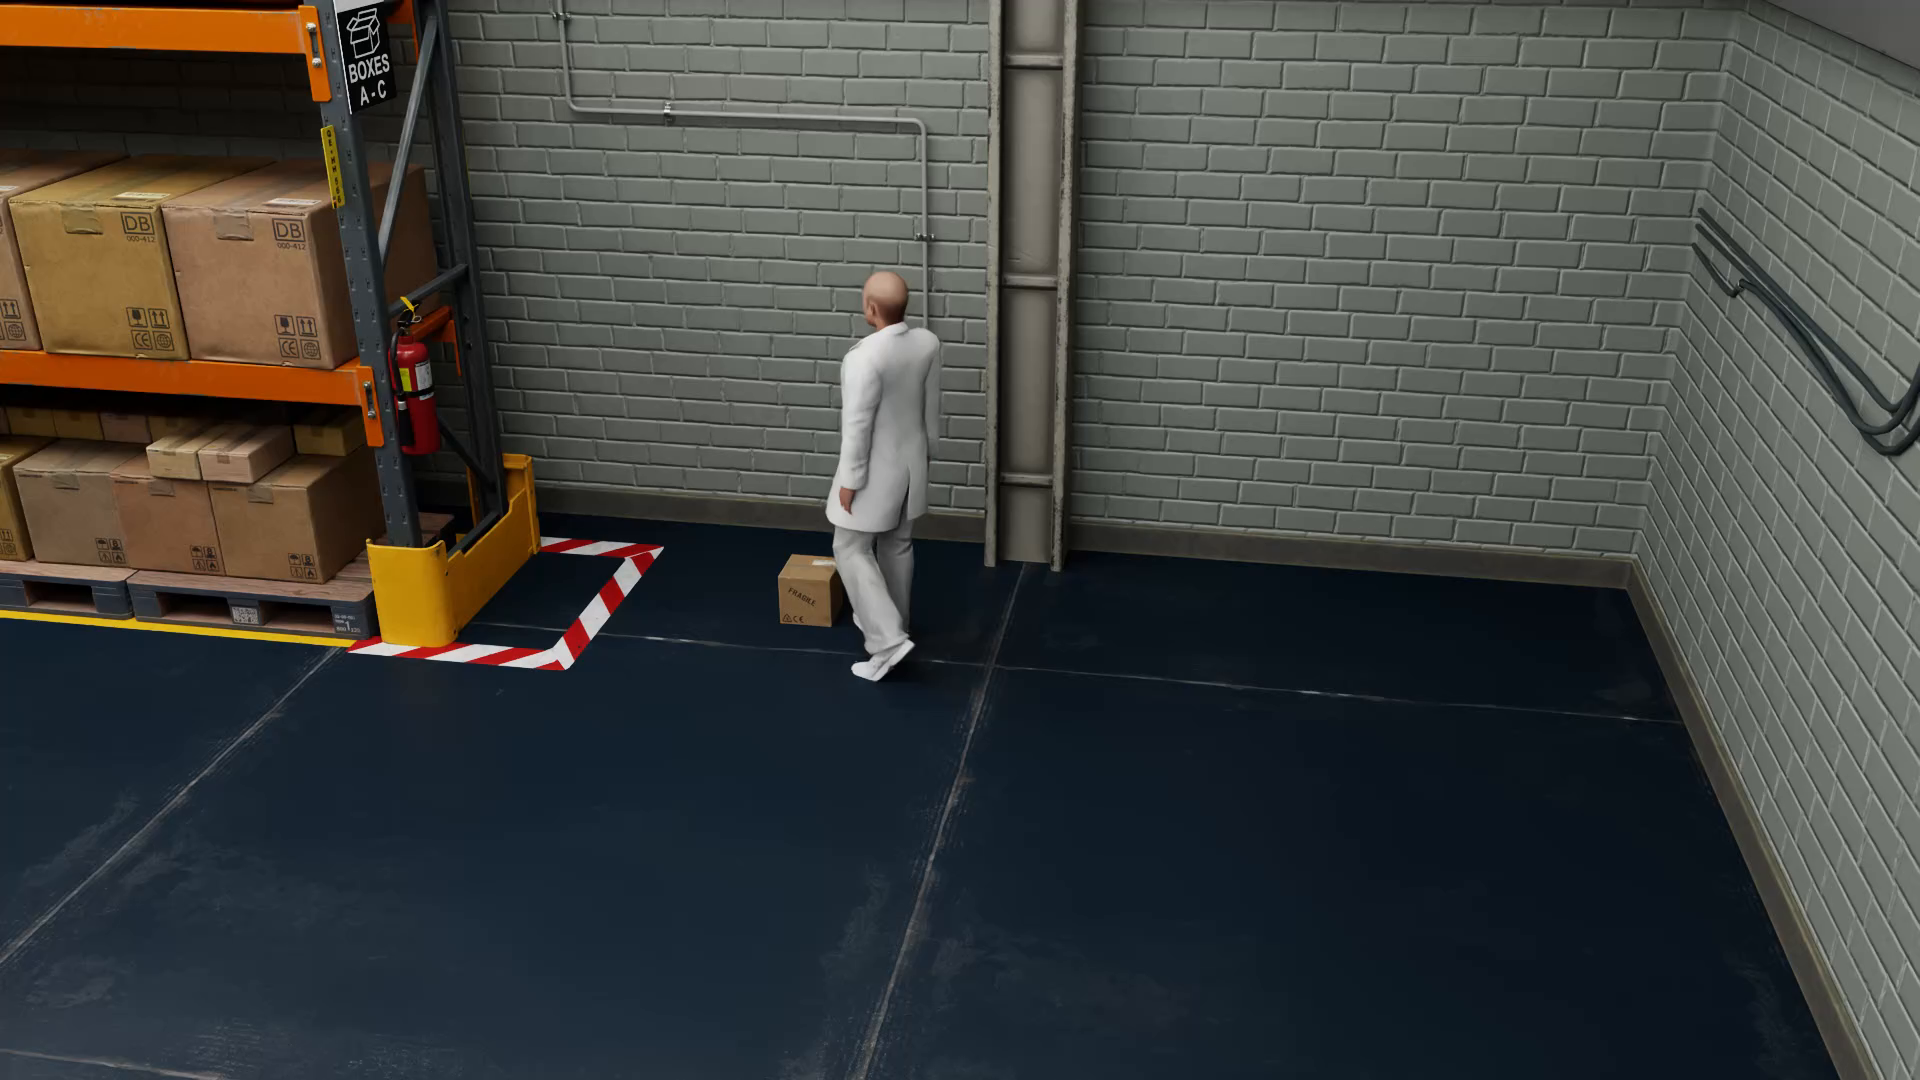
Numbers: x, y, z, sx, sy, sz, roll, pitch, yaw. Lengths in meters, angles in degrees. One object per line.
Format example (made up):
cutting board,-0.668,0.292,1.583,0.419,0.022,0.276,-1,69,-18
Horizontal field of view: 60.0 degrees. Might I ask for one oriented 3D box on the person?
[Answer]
person,-0.330,-0.314,7.313,0.578,1.796,0.610,21,32,38
